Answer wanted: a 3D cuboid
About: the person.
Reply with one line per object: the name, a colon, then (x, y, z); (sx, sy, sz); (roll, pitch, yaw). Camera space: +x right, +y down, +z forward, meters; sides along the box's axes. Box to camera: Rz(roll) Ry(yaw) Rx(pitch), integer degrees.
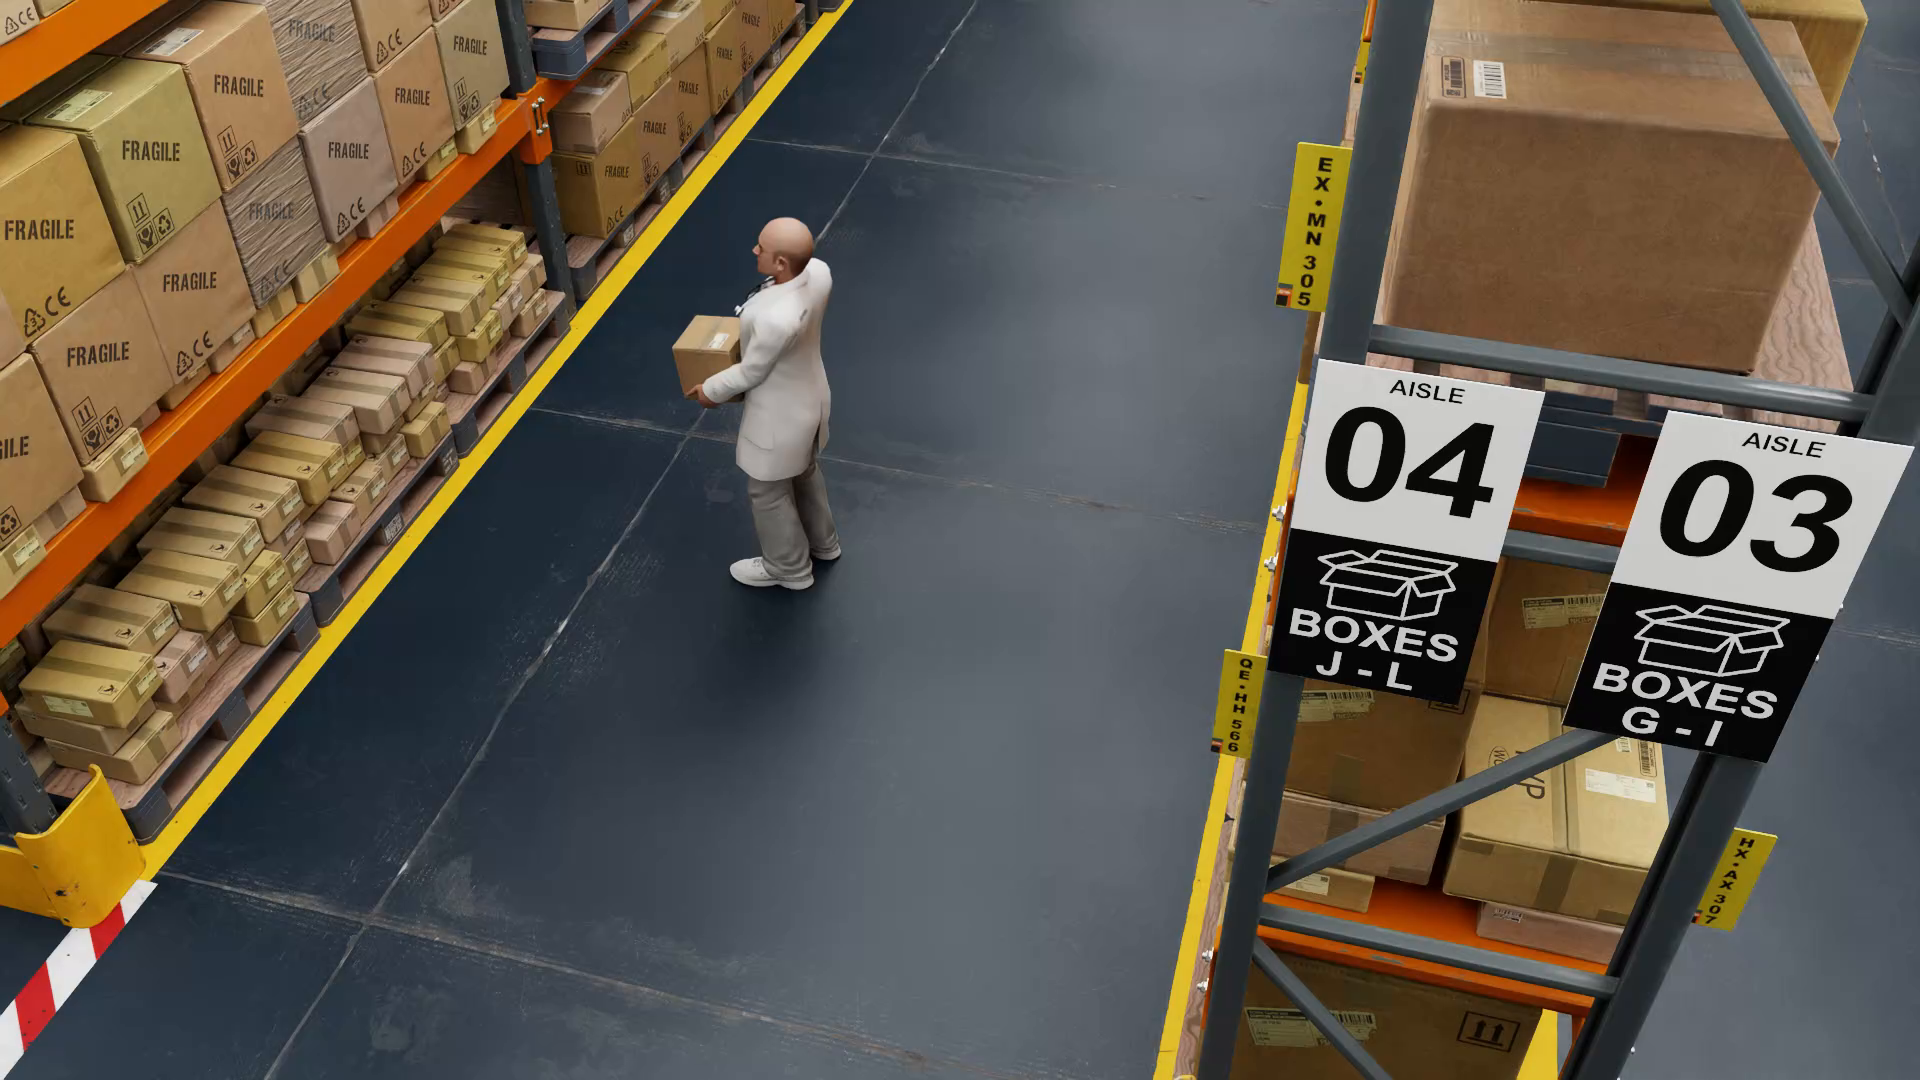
person: (-0.808, -0.559, 6.829); (0.553, 1.772, 0.529); (11, 42, 12)
